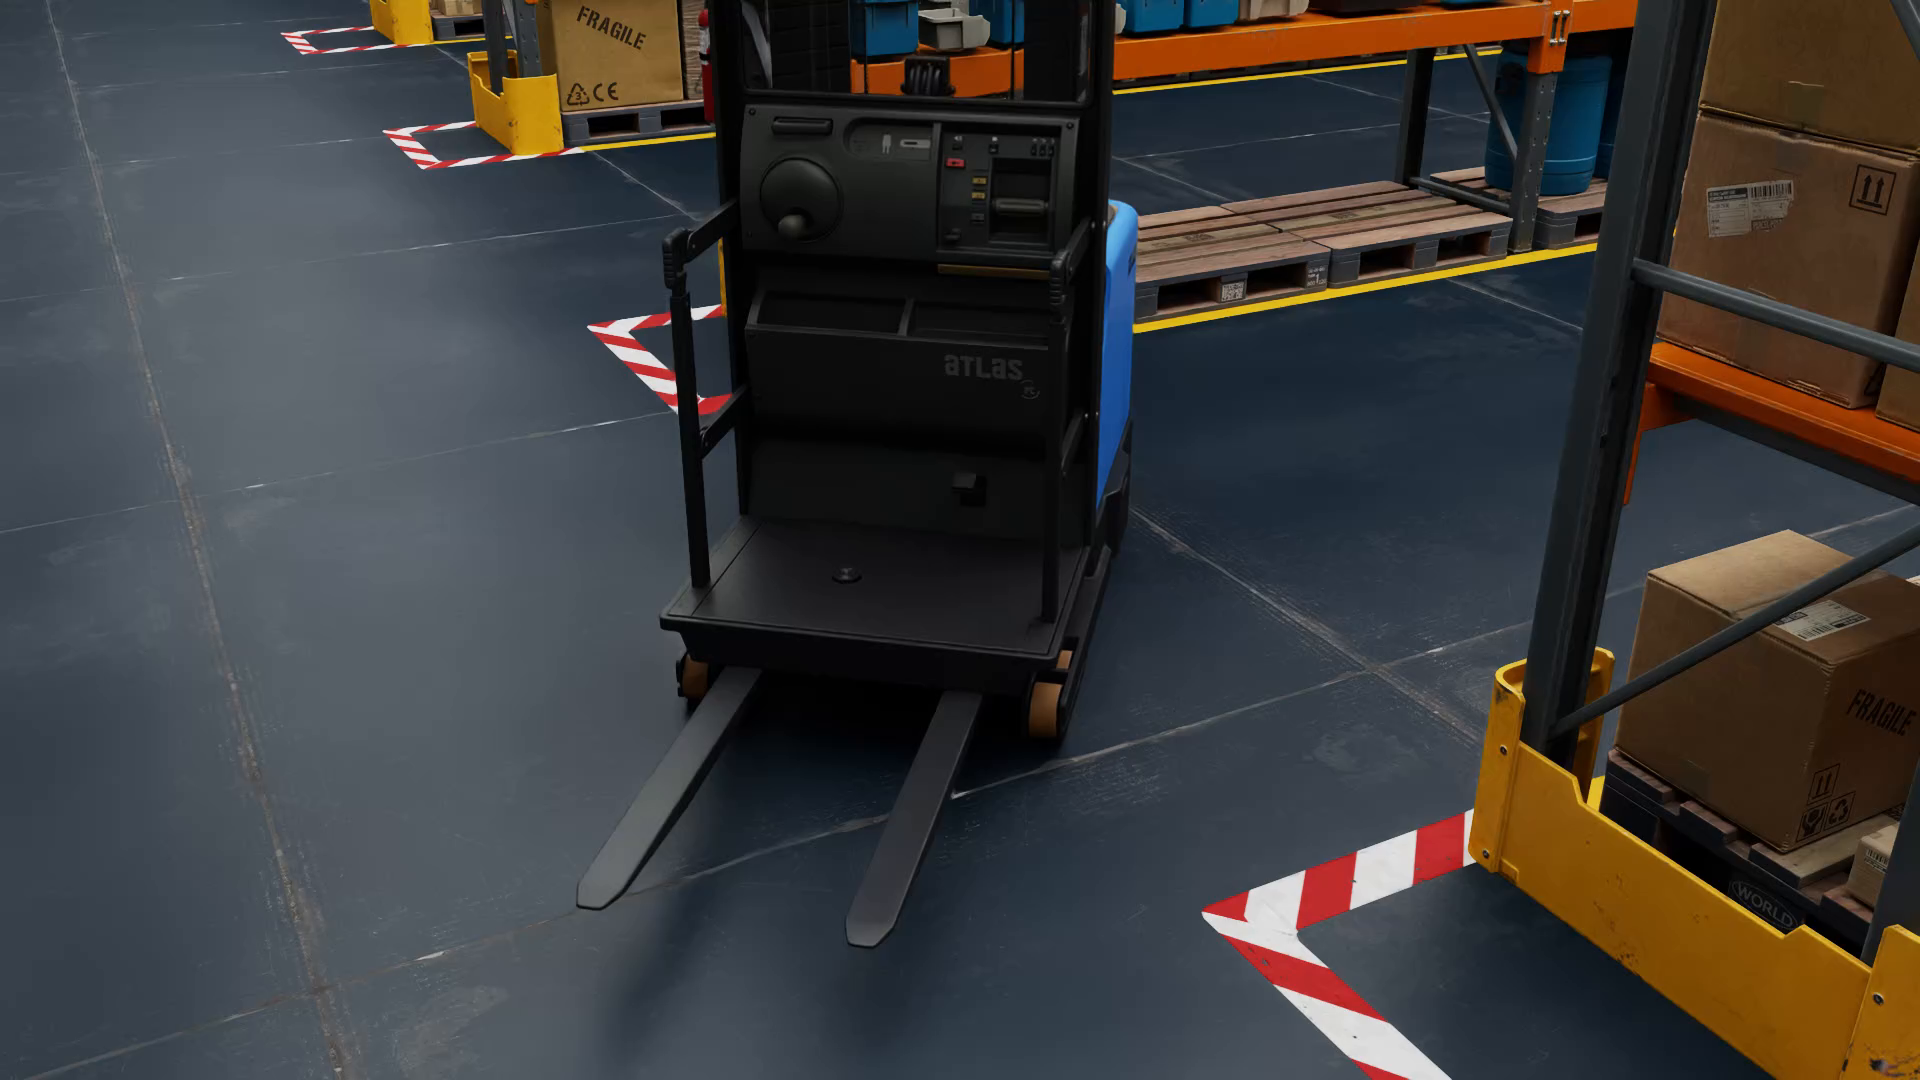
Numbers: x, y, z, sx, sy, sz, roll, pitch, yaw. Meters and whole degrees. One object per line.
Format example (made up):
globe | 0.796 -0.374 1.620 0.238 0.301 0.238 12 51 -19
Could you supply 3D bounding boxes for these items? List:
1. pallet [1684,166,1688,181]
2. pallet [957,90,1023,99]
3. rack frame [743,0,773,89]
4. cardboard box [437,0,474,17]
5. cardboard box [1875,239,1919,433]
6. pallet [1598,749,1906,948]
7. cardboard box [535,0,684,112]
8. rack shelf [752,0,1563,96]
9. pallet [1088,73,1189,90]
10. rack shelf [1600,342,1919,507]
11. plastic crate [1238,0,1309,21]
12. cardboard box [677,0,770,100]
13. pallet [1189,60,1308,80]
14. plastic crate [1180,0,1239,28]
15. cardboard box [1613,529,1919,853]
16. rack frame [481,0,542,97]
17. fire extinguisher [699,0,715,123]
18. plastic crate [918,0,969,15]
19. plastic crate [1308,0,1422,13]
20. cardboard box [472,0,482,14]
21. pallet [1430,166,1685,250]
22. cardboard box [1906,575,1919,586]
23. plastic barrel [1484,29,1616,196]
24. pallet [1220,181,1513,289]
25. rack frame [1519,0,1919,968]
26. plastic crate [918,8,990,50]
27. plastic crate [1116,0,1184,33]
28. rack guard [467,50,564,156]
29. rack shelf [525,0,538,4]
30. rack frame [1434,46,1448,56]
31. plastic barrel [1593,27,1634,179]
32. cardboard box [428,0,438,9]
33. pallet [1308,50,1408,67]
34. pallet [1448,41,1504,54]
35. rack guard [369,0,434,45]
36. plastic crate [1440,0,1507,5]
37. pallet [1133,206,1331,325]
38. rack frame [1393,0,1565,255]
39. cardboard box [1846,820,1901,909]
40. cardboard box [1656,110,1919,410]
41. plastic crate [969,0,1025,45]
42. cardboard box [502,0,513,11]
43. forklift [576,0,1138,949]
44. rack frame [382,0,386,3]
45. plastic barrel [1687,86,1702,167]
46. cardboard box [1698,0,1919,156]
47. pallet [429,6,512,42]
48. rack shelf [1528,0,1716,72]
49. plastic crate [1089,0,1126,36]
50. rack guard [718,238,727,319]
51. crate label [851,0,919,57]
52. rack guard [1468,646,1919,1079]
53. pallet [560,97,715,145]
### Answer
pallet | 4.580 -2.224 10.139 1.213 0.211 1.003 -13 29 -25
pallet | -0.236 -3.599 13.003 1.213 0.211 1.003 -13 29 -25
rack frame | -0.727 -2.275 7.023 0.127 3.000 1.000 -13 29 -25
cardboard box | -4.690 -4.970 15.445 0.250 0.149 0.380 -12 28 -24
cardboard box | 2.116 -0.417 3.038 0.500 0.500 0.500 -12 28 -24
pallet | 2.370 0.696 4.056 1.213 0.211 1.003 -13 29 -25
cardboard box | -2.531 -3.559 11.667 0.875 0.875 0.875 -13 29 -25
rack shelf | 1.037 -2.358 8.027 4.000 0.370 1.077 -13 29 -25
pallet | 1.117 -3.910 13.650 1.213 0.211 1.003 -13 29 -25
rack shelf | 3.365 -0.466 4.086 4.000 0.370 1.077 -13 29 -25
plastic crate | 1.407 -2.529 7.786 0.466 0.136 0.293 -13 29 -25
cardboard box | -1.728 -3.744 12.053 0.875 0.875 0.875 -13 29 -25
pallet | 2.195 -4.160 14.172 1.213 0.211 1.003 -13 29 -25
plastic crate | 1.072 -2.481 7.575 0.300 0.233 0.416 -13 29 -25
cardboard box | 1.964 0.341 3.954 0.500 0.500 0.500 -13 29 -25
rack frame | -3.058 -4.167 10.963 0.127 3.000 1.000 -13 29 -25
fire extinguisher | -1.074 -2.215 7.418 0.183 0.674 0.296 -13 29 -25
plastic crate | -0.093 -2.419 7.557 0.243 0.136 0.396 -13 29 -25
plastic crate | 1.941 -2.662 8.078 0.590 0.125 0.437 -13 29 -25
cardboard box | -4.498 -5.055 15.621 0.250 0.149 0.380 -13 29 -25
pallet | 3.502 -1.974 9.618 1.213 0.211 1.003 -13 29 -25
cardboard box | 2.816 0.272 4.387 0.500 0.250 0.500 -13 29 -25
plastic barrel | 3.290 -2.438 9.300 0.708 0.901 0.600 -13 29 -25
pallet | 2.171 -1.668 8.981 1.213 0.211 1.003 -13 29 -25
rack frame | 1.600 -0.383 3.081 0.127 3.000 1.000 -13 29 -25
plastic crate | -0.033 -2.142 6.980 0.298 0.136 0.250 -13 29 -25
plastic crate | 0.807 -2.419 7.448 0.300 0.233 0.416 -13 29 -25
rack guard | -3.079 -3.035 11.494 0.348 0.500 1.175 -13 29 -25
rack shelf | -1.293 -4.250 11.967 4.000 0.370 1.077 -13 29 -25
rack frame | 4.001 -5.796 14.356 0.127 3.000 1.000 -13 29 -25
plastic barrel | 3.915 -2.582 9.601 0.708 0.901 0.600 -13 29 -25
cardboard box | -4.937 -5.173 15.866 0.250 0.149 0.380 -12 28 -24
pallet | 3.270 -4.407 14.686 1.213 0.211 1.003 -13 29 -25
pallet | 4.691 -4.698 15.290 1.213 0.211 1.003 -13 29 -25
rack guard | -5.236 -4.970 15.524 0.348 0.500 1.175 -13 29 -25
plastic crate | 2.551 -2.884 8.241 0.575 0.384 0.392 -13 29 -25
pallet | 1.094 -1.418 8.460 1.213 0.211 1.003 -13 29 -25
rack frame | 2.802 -3.090 8.720 0.127 3.000 1.000 -13 29 -25
cardboard box | 2.131 0.750 3.507 0.250 0.149 0.380 -13 29 -25
cardboard box | 1.867 -0.623 3.466 0.500 0.500 0.500 -12 28 -24
plastic crate | 0.226 -2.285 7.168 0.300 0.233 0.416 -13 29 -25
cardboard box | -4.282 -5.108 15.732 0.250 0.149 0.380 -13 28 -25
forklift | -0.188 -0.942 4.325 1.130 2.935 3.031 5 26 11
rack frame | -5.303 -6.082 14.951 0.127 3.000 1.000 -13 29 -25
plastic barrel | 4.455 -2.487 9.854 0.421 0.512 0.421 0 26 0
cardboard box | 1.863 -1.074 3.251 0.500 0.500 0.500 -13 29 -26
pallet | -4.502 -4.992 15.903 1.213 0.211 1.003 -13 29 -25
rack shelf | 4.567 -3.173 9.724 4.000 0.370 1.077 -13 29 -25
plastic crate | 0.566 -2.280 7.268 0.298 0.136 0.250 -13 29 -25
rack guard | -0.743 -1.138 7.544 0.348 0.500 1.175 -13 29 -25
crate label | -0.355 -2.151 6.889 0.303 0.233 0.416 -13 29 -25
rack guard | 1.667 0.729 3.655 0.348 0.500 1.175 -13 29 -25
pallet | -2.389 -3.102 11.968 1.213 0.211 1.003 -13 29 -25
